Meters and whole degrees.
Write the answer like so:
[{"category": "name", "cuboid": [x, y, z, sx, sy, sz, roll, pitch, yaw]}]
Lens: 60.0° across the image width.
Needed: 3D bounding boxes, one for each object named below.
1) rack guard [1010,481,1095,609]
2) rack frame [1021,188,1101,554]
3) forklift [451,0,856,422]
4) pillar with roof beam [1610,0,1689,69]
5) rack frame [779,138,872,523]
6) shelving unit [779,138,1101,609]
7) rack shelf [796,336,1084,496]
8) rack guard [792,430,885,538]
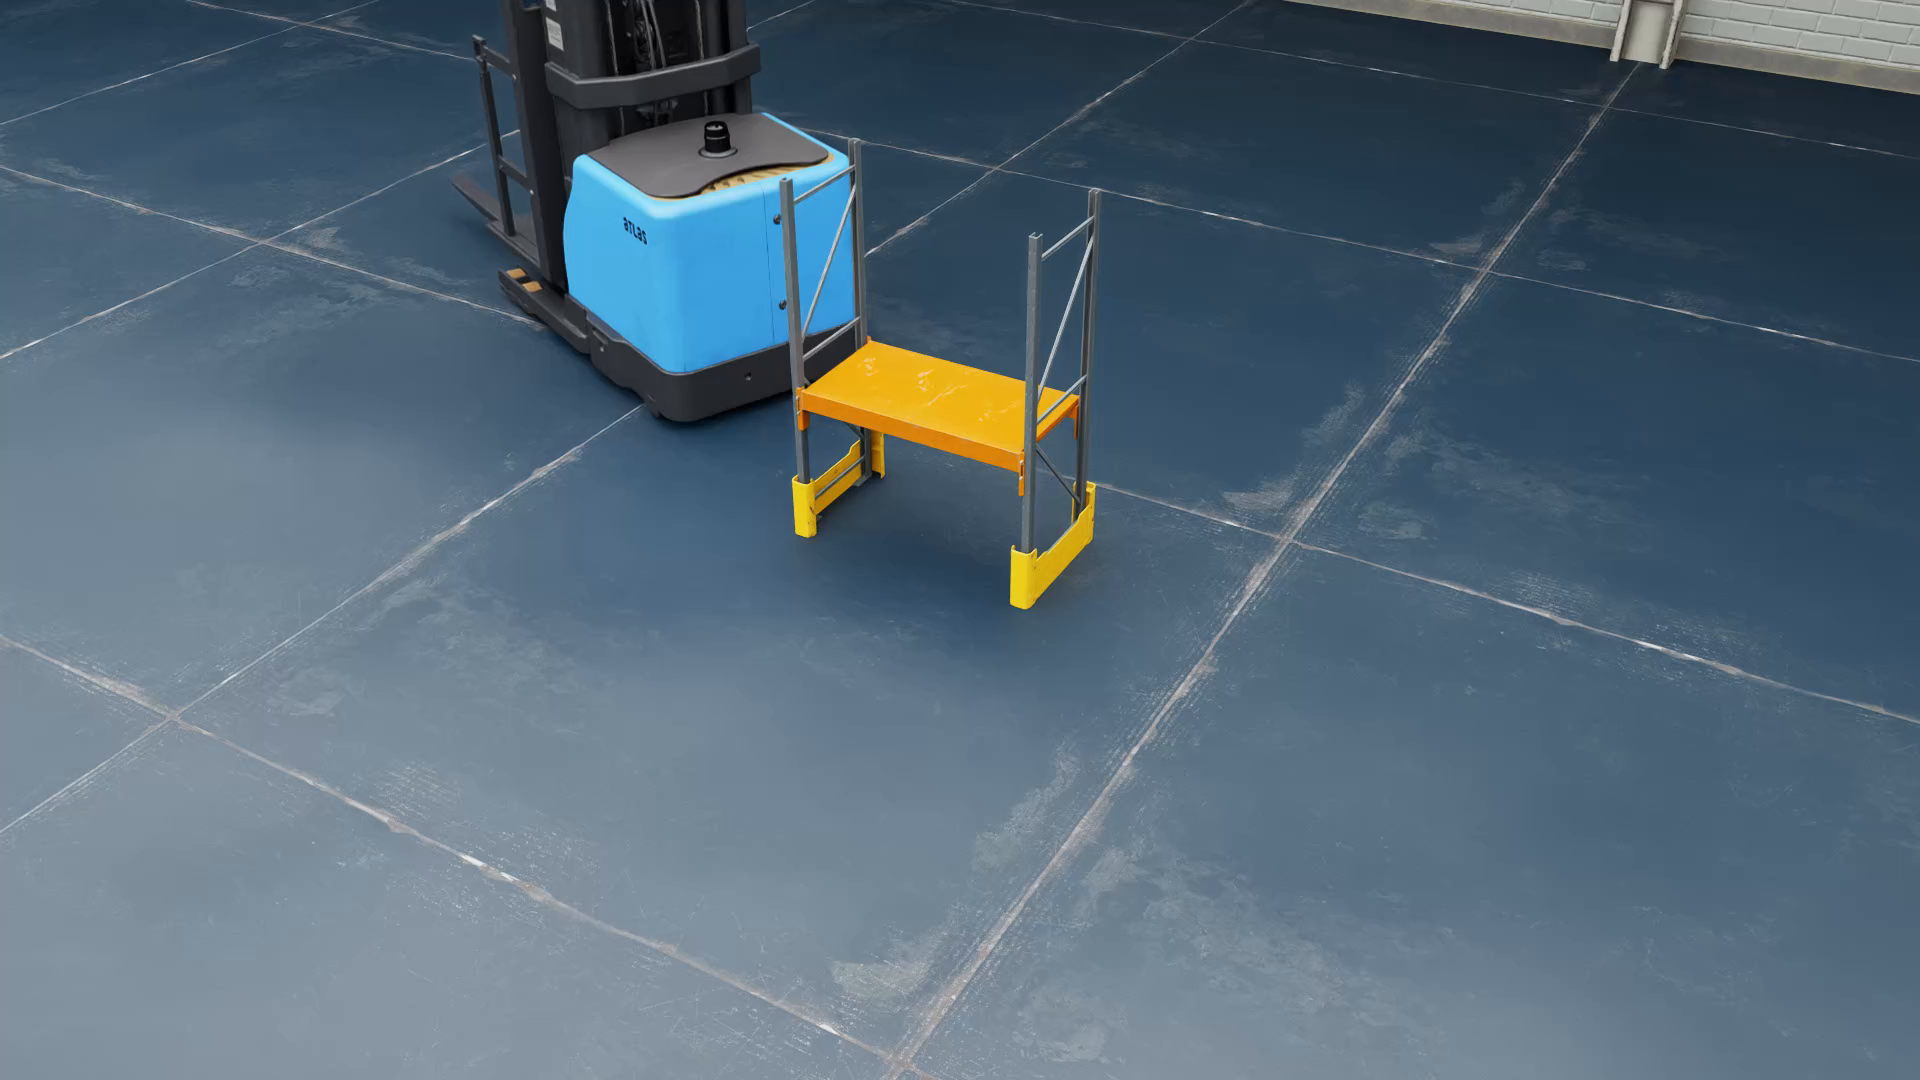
[{"category": "rack guard", "cuboid": [0.366, 0.012, 6.507, 0.087, 0.250, 0.587, 18, 37, 24]}, {"category": "rack frame", "cuboid": [0.367, -0.508, 6.160, 0.032, 1.500, 0.500, 18, 37, 24]}, {"category": "forklift", "cuboid": [-1.723, -2.511, 7.876, 1.130, 2.935, 3.031, -22, 39, -29]}, {"category": "pillar with roof beam", "cuboid": [2.765, -5.130, 6.335, 0.400, 9.000, 9.100, 18, 37, 24]}, {"category": "rack frame", "cuboid": [-0.515, -0.788, 6.579, 0.032, 1.500, 0.500, 18, 37, 24]}, {"category": "shelving unit", "cuboid": [-0.066, -0.645, 6.366, 1.083, 1.500, 0.587, 18, 37, 24]}, {"category": "rack shelf", "cuboid": [-0.074, -0.498, 6.469, 1.000, 0.185, 0.538, 18, 37, 24]}, {"category": "rack guard", "cuboid": [-0.499, -0.262, 6.918, 0.087, 0.250, 0.587, 18, 37, 24]}]
